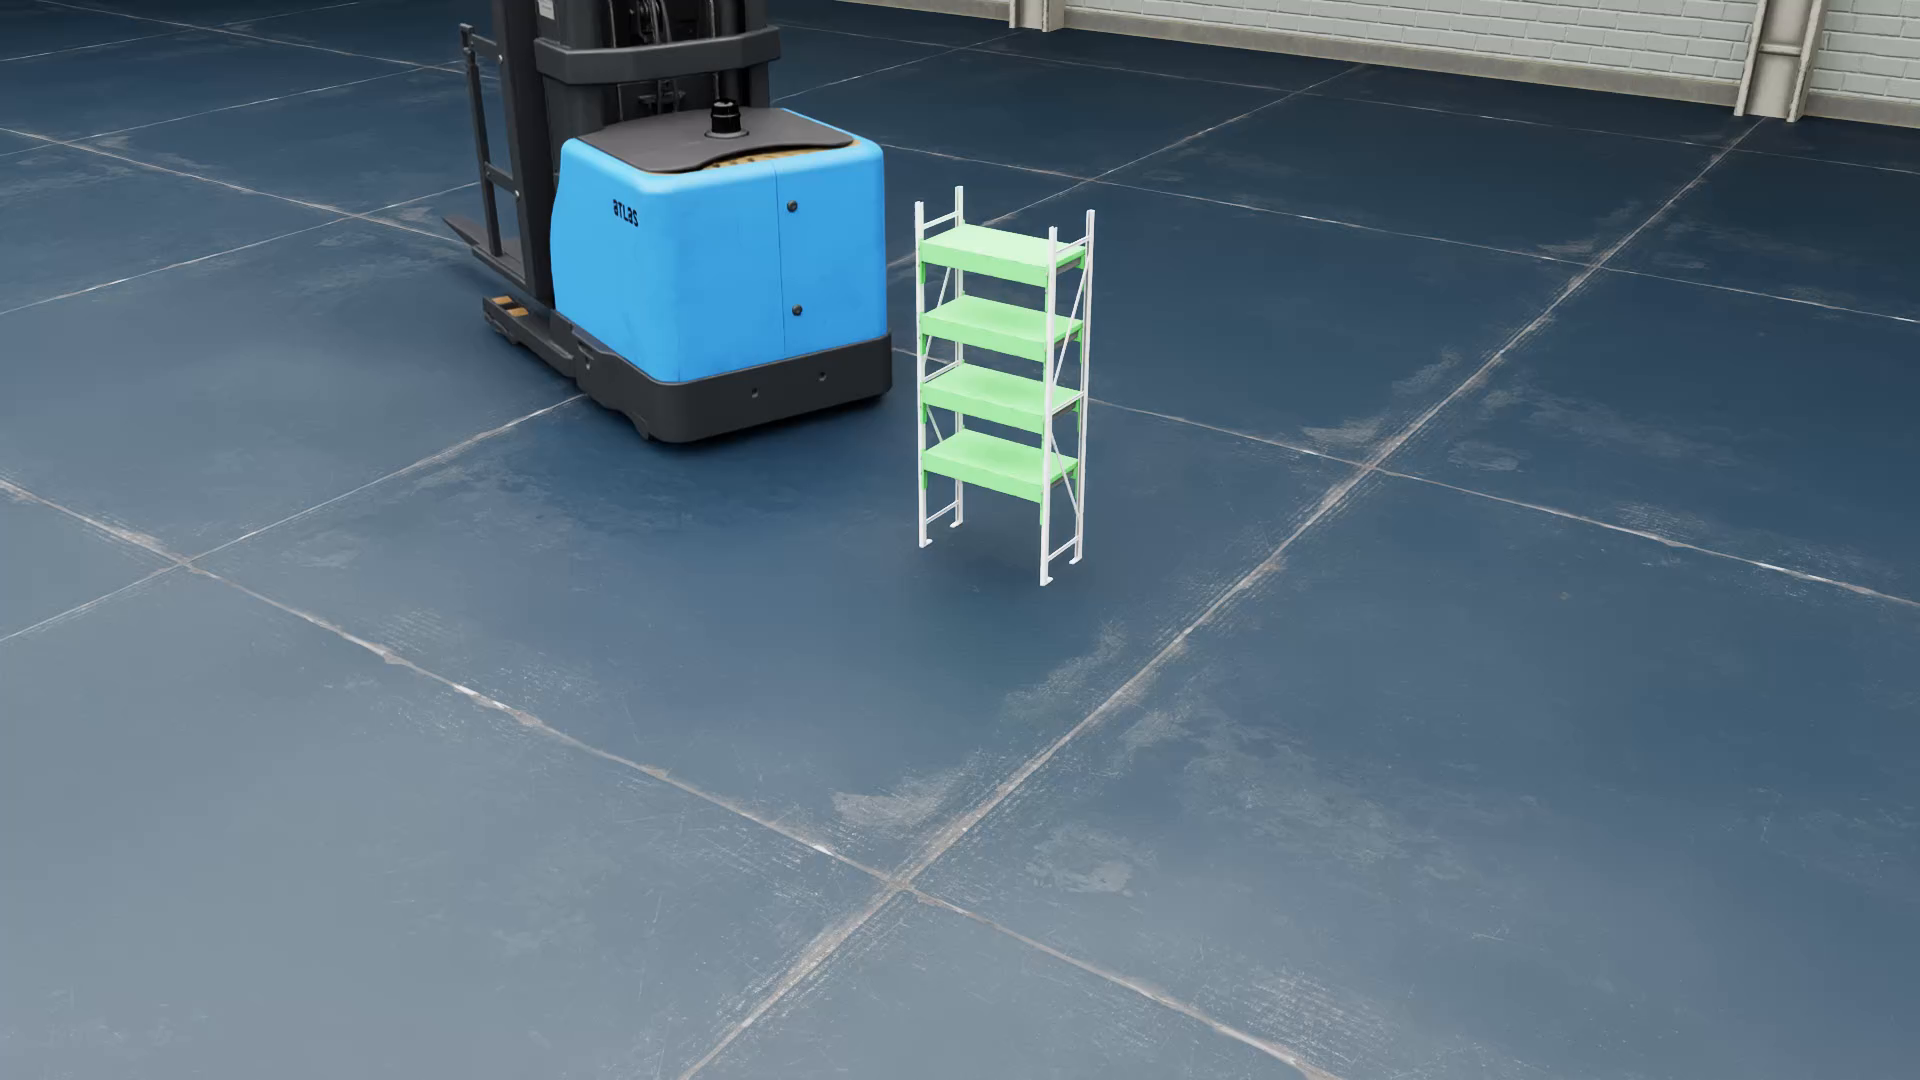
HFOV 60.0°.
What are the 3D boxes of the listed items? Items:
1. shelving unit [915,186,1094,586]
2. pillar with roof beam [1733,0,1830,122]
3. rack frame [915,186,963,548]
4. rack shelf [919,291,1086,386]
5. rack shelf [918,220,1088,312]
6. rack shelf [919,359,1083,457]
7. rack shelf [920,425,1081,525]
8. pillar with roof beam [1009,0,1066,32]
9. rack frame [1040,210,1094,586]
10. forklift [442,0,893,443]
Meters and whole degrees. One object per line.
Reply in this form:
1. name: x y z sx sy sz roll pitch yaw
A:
1. shelving unit: 0.136 -0.492 5.394 0.503 1.200 0.258 17 32 30
2. pillar with roof beam: 3.187 -5.361 6.363 0.400 9.000 9.100 17 32 30
3. rack frame: -0.065 -0.555 5.517 0.015 1.200 0.240 17 32 30
4. rack shelf: 0.136 -0.649 5.314 0.480 0.148 0.258 17 32 30
5. rack shelf: 0.136 -0.863 5.206 0.480 0.148 0.258 17 32 30
6. rack shelf: 0.136 -0.435 5.423 0.480 0.148 0.258 17 32 30
7. rack shelf: 0.136 -0.221 5.532 0.480 0.148 0.258 17 32 30
8. pillar with roof beam: -1.759 -6.902 9.390 0.400 9.000 9.100 17 32 30
9. rack frame: 0.338 -0.430 5.271 0.015 1.200 0.240 17 32 30
10. forklift: -1.524 -2.293 7.023 1.130 2.935 3.031 -17 32 -30
